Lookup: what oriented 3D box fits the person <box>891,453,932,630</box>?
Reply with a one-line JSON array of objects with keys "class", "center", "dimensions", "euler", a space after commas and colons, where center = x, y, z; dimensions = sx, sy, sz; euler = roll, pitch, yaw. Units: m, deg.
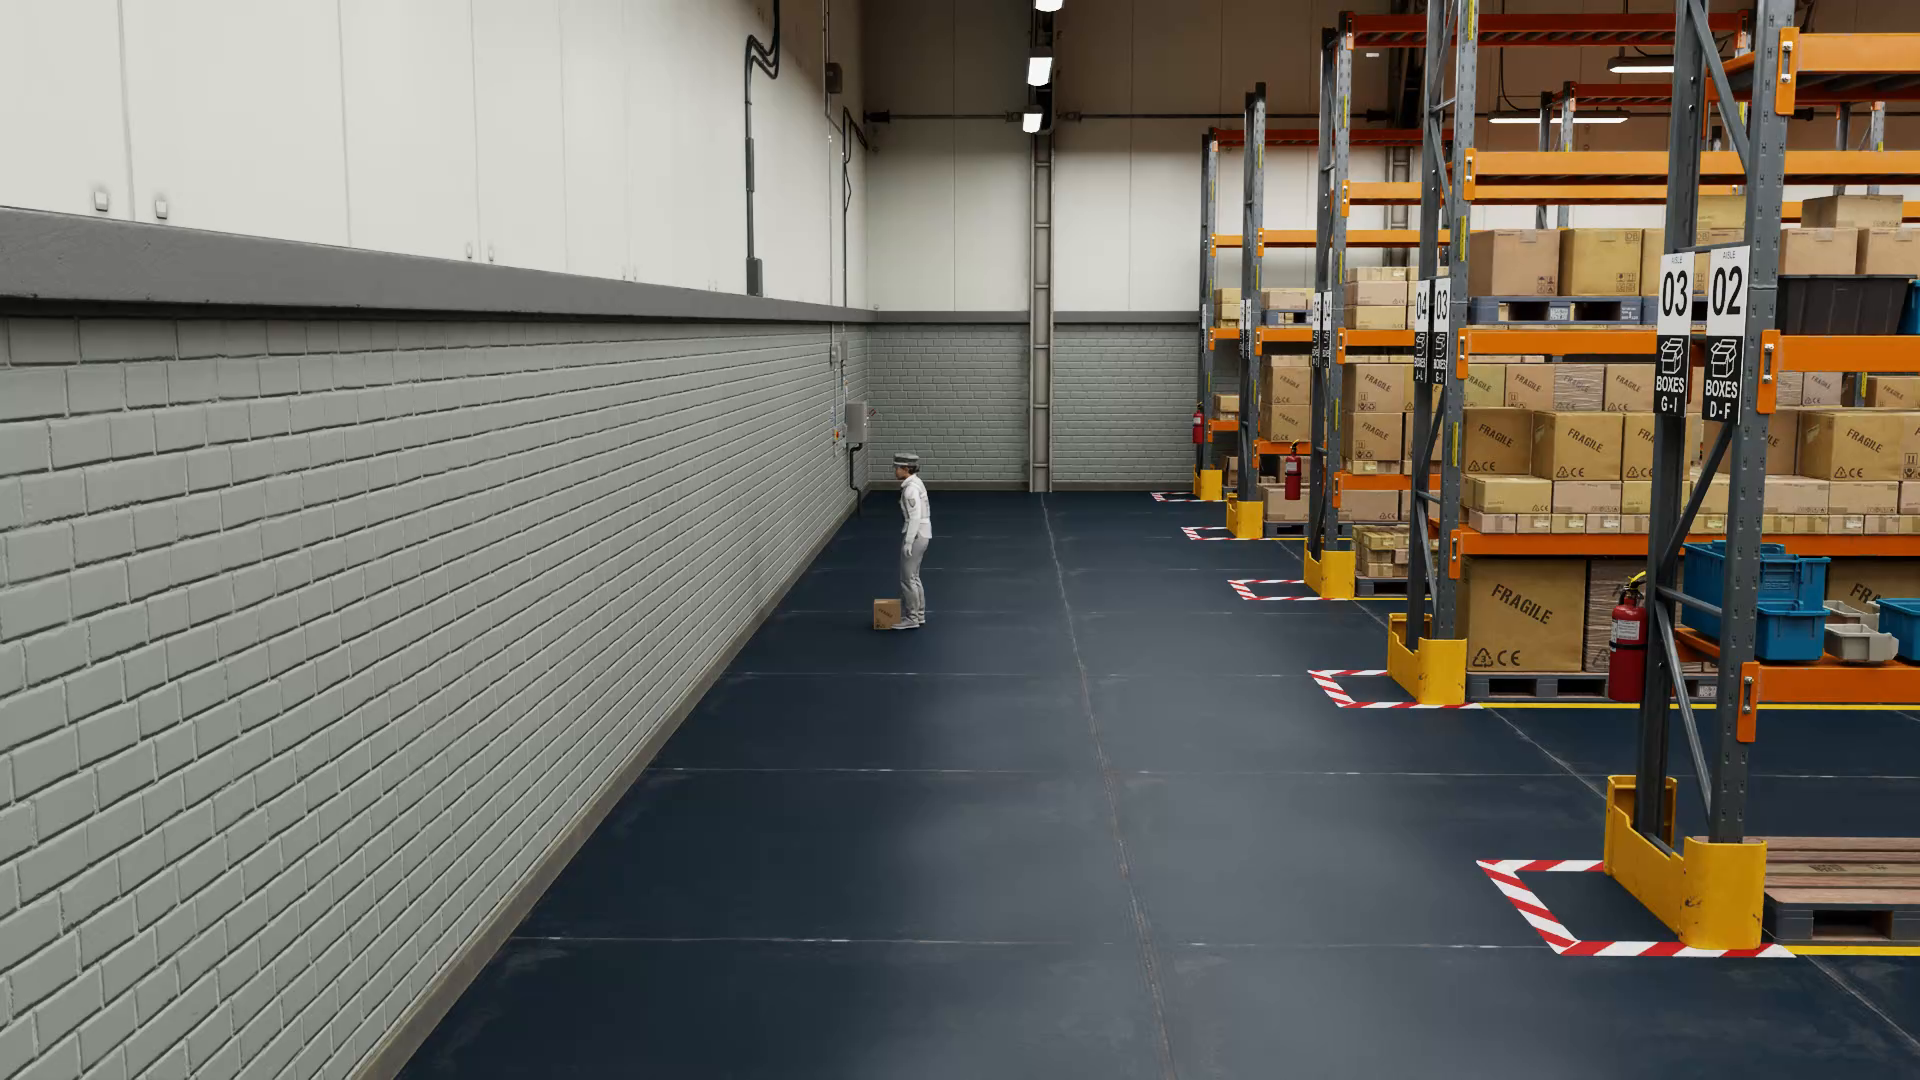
[{"class": "person", "center": [-0.467, 0.005, 15.726], "dimensions": [0.404, 1.663, 0.530], "euler": [0, 7, 1]}]
